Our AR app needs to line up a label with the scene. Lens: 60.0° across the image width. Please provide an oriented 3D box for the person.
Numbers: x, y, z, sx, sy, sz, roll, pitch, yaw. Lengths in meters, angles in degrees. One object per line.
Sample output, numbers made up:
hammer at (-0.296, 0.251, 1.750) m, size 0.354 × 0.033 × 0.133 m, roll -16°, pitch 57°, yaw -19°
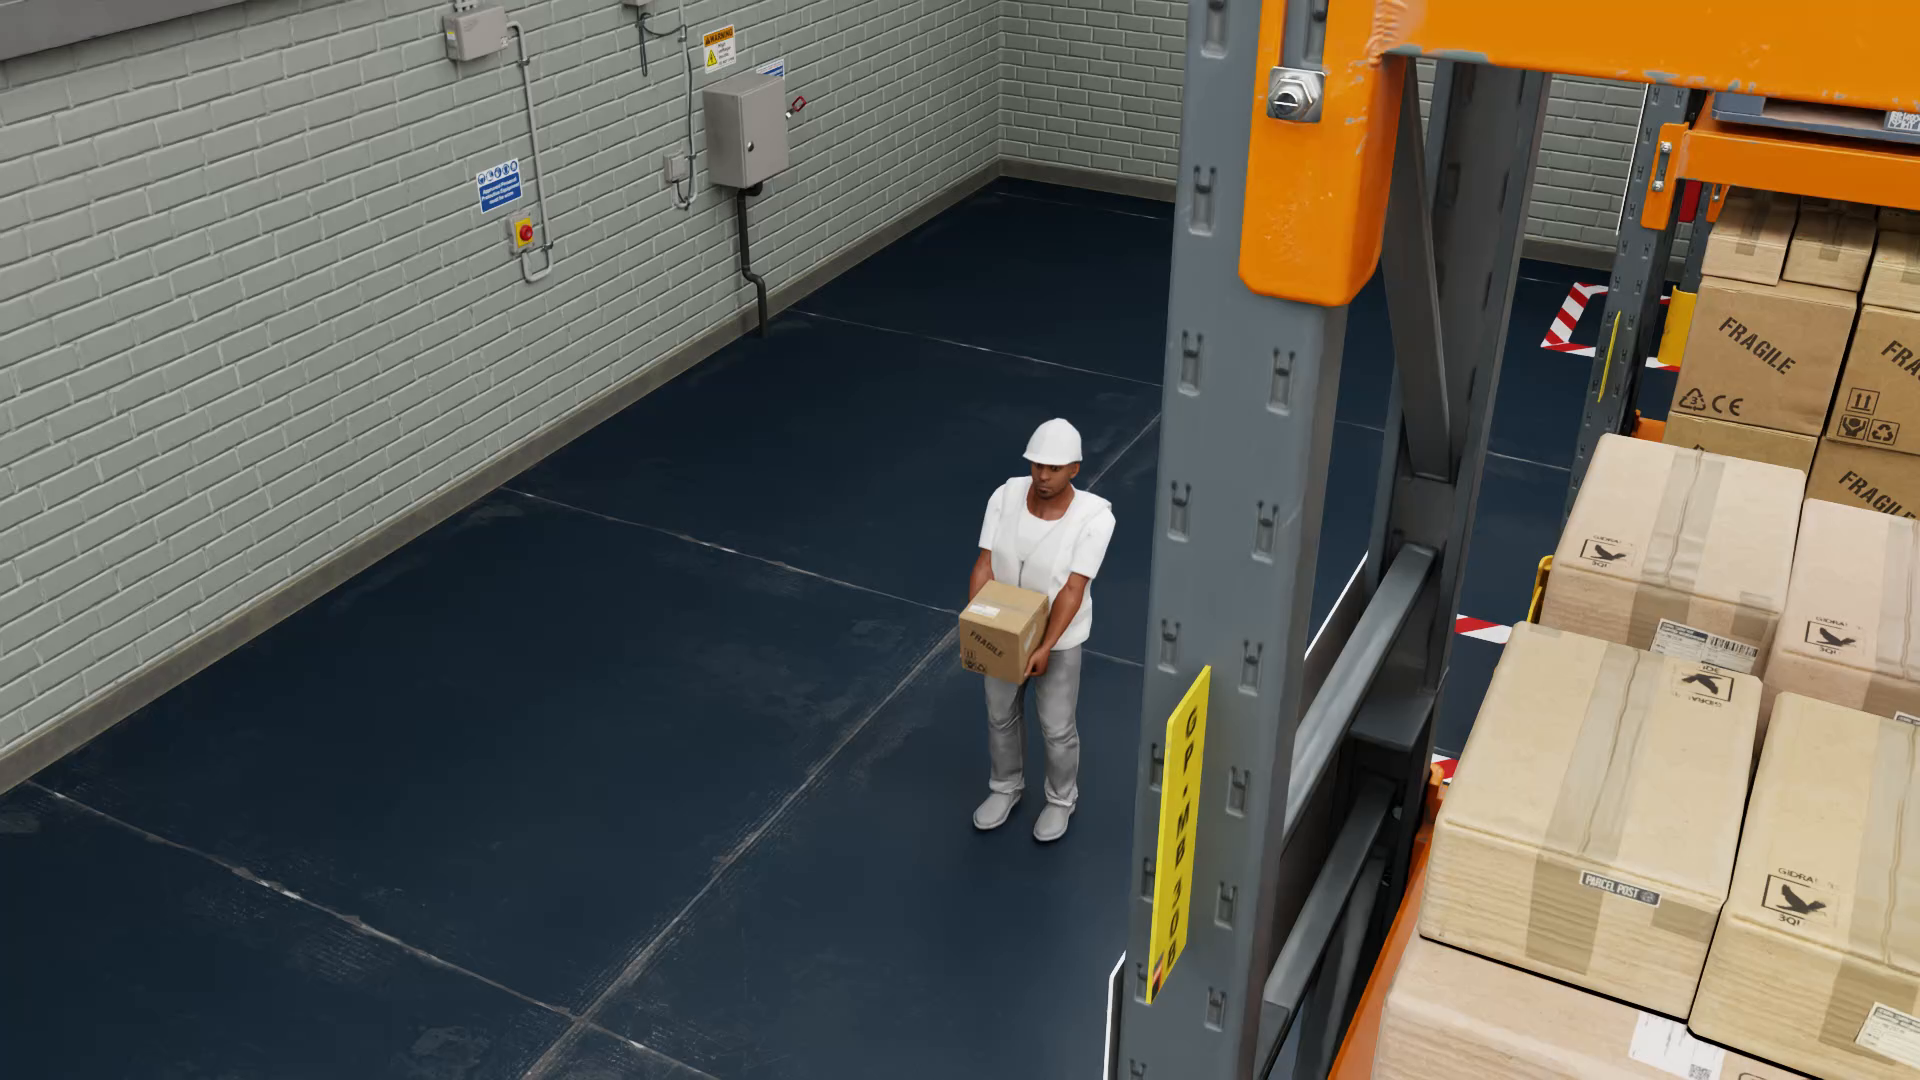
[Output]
person at (0.270, 0.397, 6.420) m, size 0.503 × 1.760 × 0.577 m, roll 15°, pitch 33°, yaw 24°
